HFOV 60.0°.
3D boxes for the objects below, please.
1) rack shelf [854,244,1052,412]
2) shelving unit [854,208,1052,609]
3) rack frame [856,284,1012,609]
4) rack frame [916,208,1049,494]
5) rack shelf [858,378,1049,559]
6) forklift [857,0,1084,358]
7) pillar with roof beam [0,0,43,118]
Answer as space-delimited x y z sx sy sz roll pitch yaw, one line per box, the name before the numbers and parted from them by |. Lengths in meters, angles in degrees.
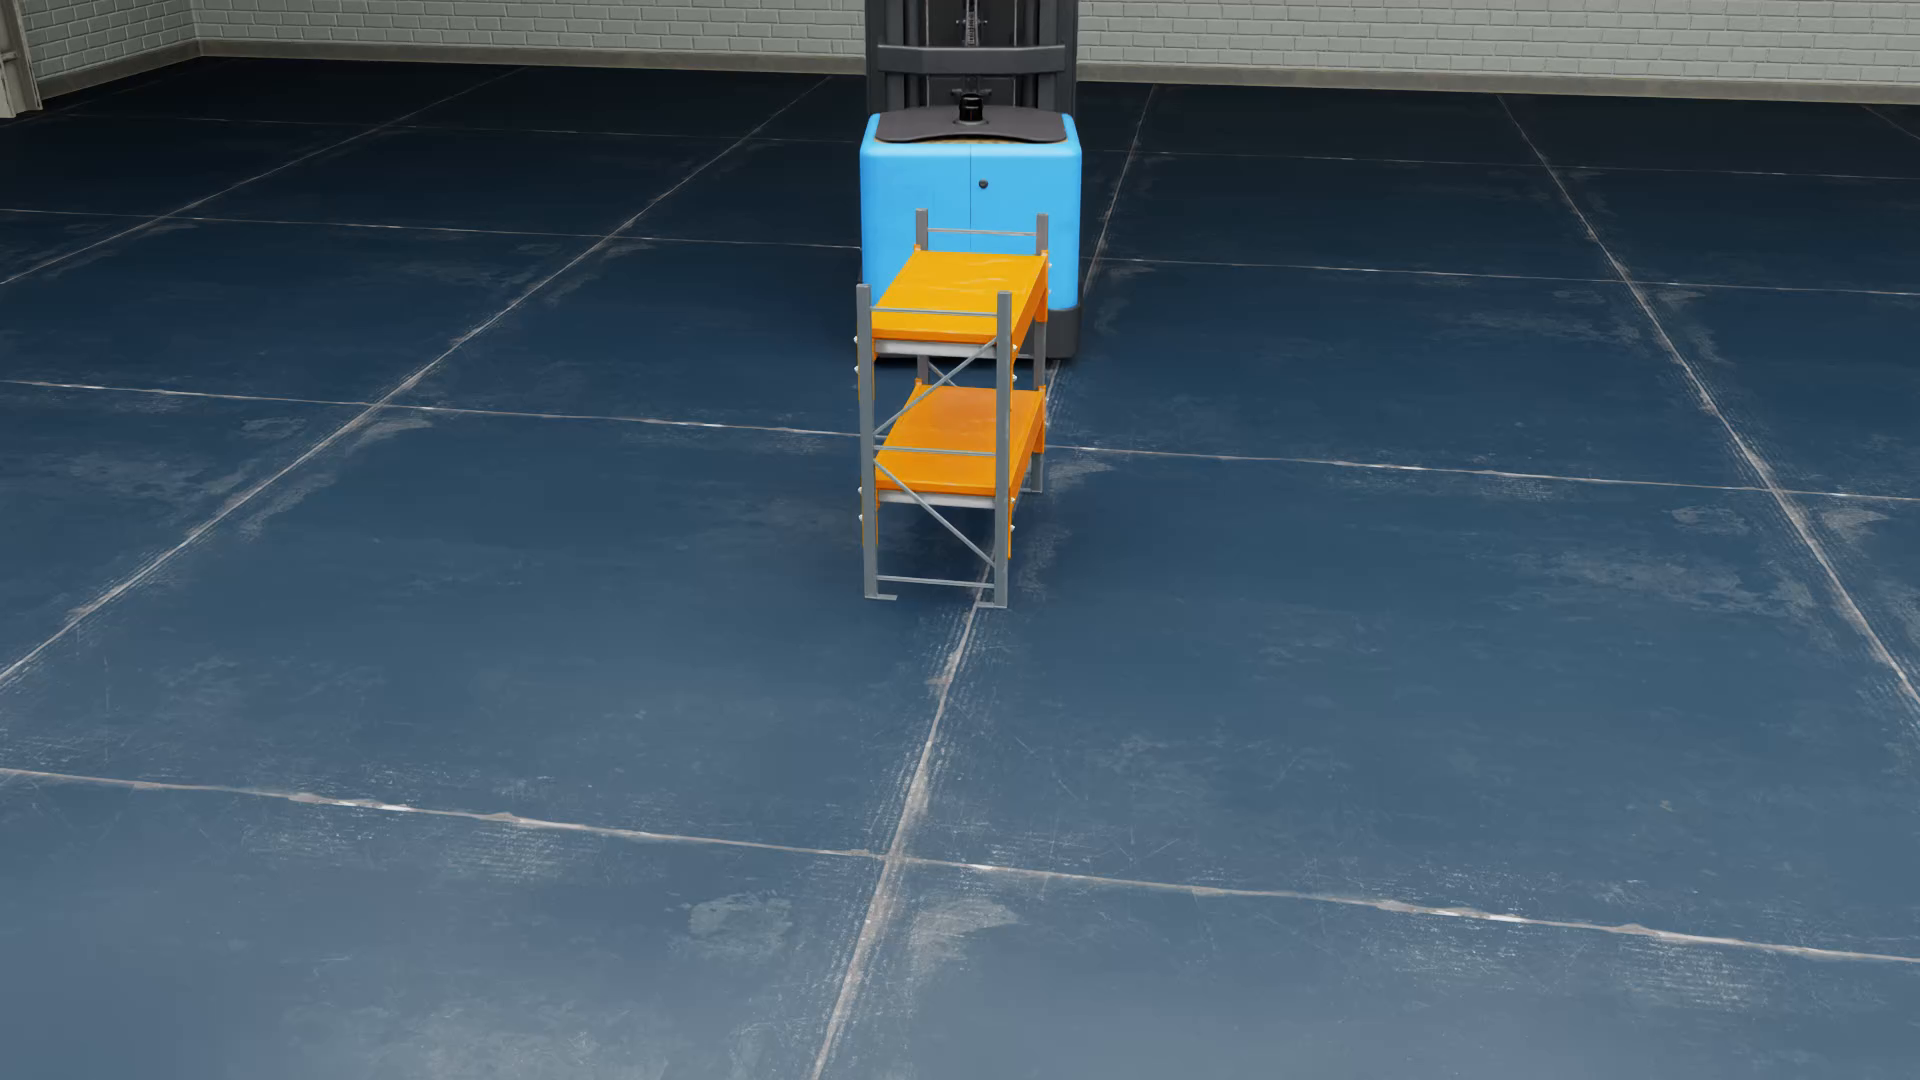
rack shelf | -0.001 -0.772 5.881 0.538 0.278 1.000 4 25 9
shelving unit | -0.001 -0.507 6.005 0.538 1.125 1.048 4 25 9
rack frame | -0.084 -0.294 5.551 0.500 1.125 0.032 4 25 9
rack frame | 0.082 -0.719 6.460 0.500 1.125 0.032 4 25 9
rack shelf | -0.001 -0.285 6.109 0.538 0.278 1.000 4 25 9
forklift | 0.060 -2.771 8.712 1.130 2.935 3.031 0 25 0
pillar with roof beam | -3.660 -7.339 11.313 9.100 9.000 0.400 4 25 9
